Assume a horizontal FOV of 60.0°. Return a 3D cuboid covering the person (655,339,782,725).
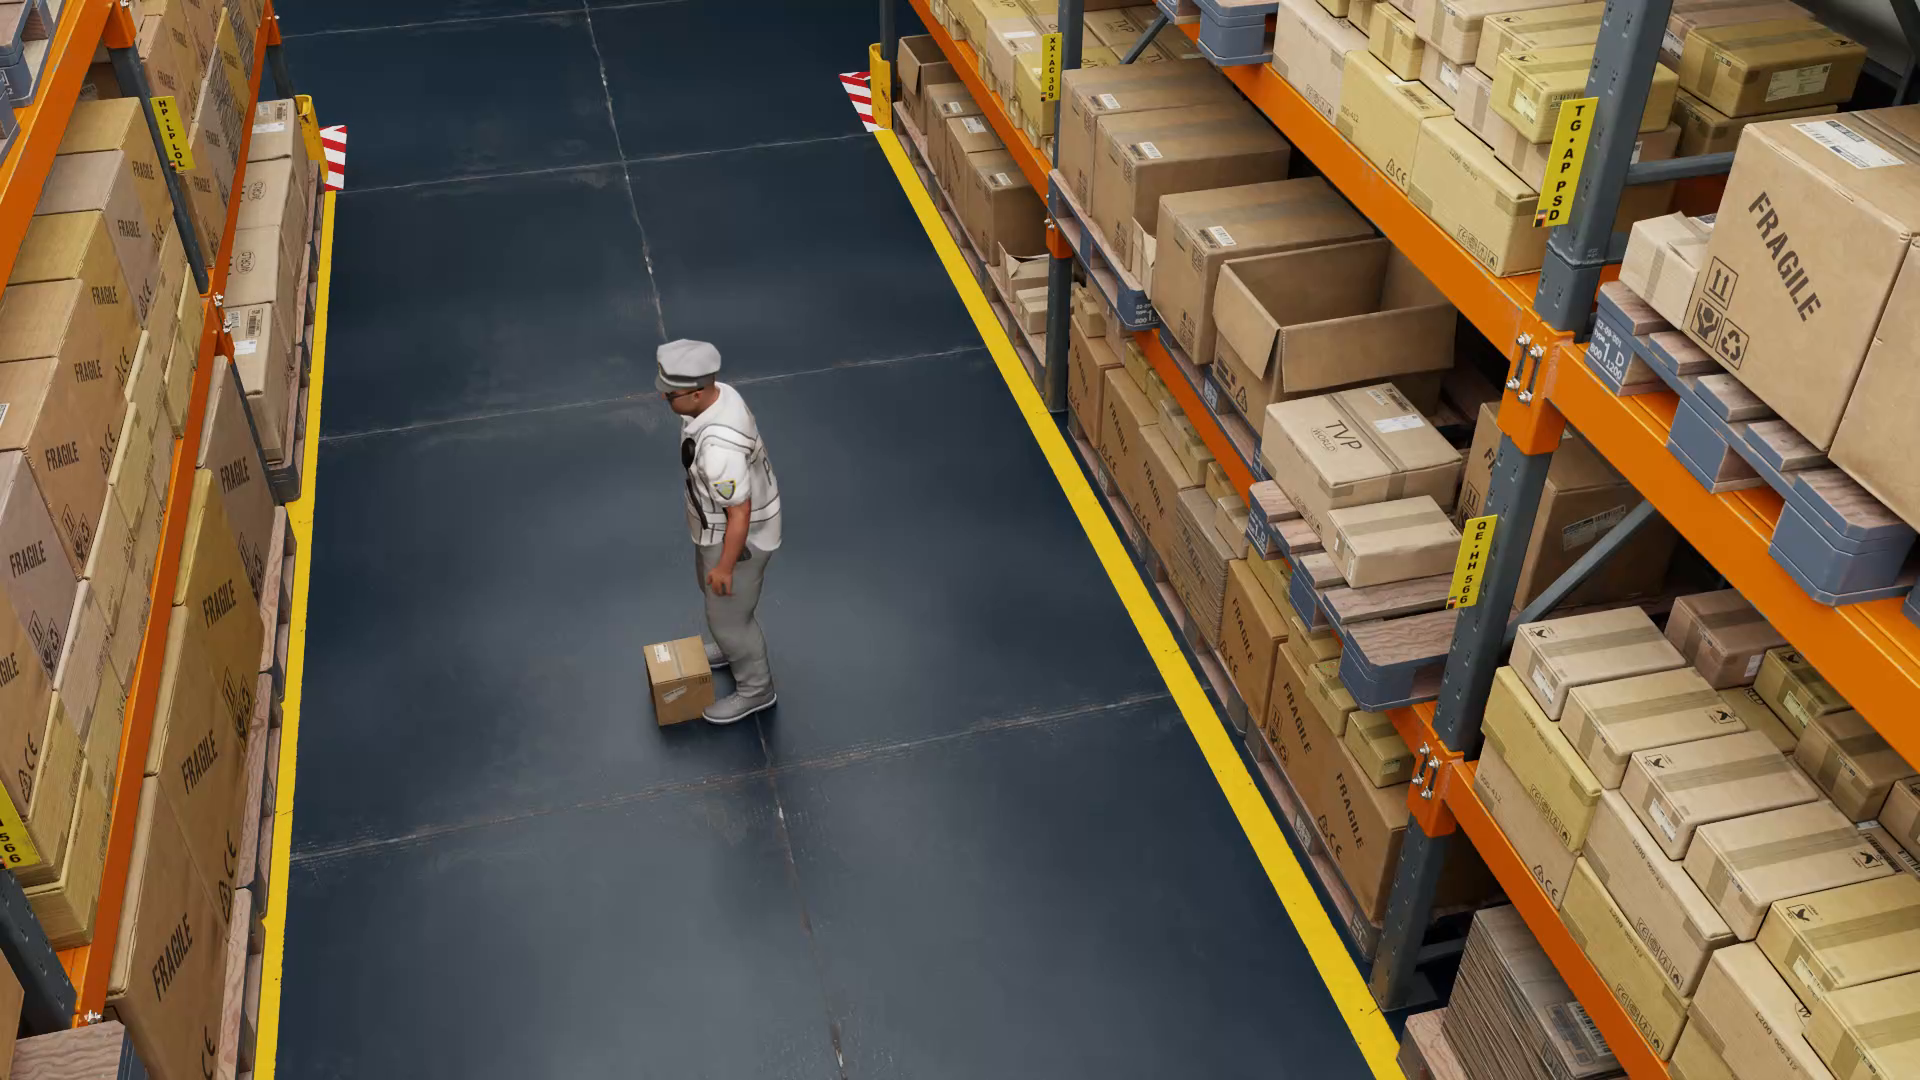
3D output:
[{"bbox_3d":[-0.946,-0.041,6.760,0.435,1.749,0.585,-9,39,-12],"label":"person"}]
